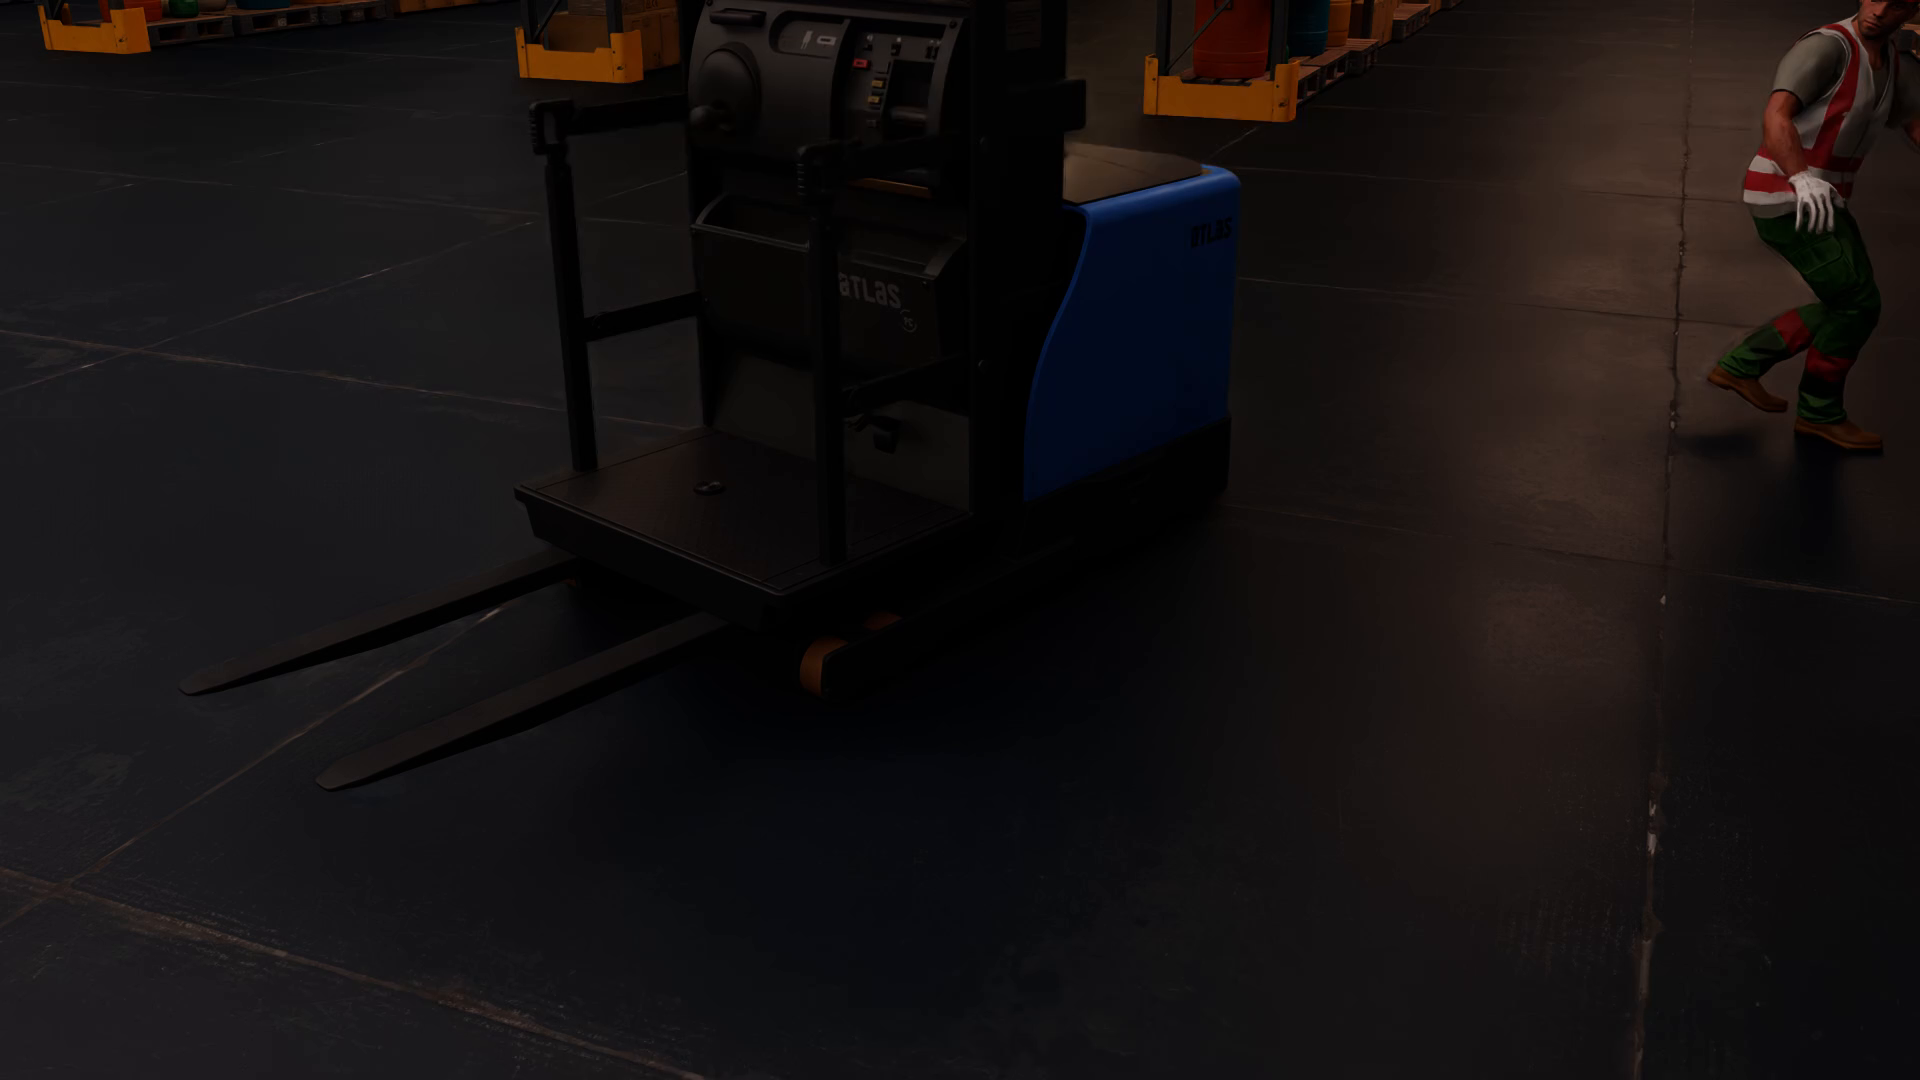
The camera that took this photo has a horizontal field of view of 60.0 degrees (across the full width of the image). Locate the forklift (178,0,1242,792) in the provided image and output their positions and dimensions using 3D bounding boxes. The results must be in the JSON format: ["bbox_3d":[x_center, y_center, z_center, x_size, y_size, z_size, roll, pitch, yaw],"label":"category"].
[{"bbox_3d":[-0.500,-1.168,4.087,1.130,2.935,3.031,19,29,38],"label":"forklift"}]

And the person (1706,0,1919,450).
[{"bbox_3d":[3.033,-1.114,5.608,0.816,1.654,0.876,19,30,38],"label":"person"}]
